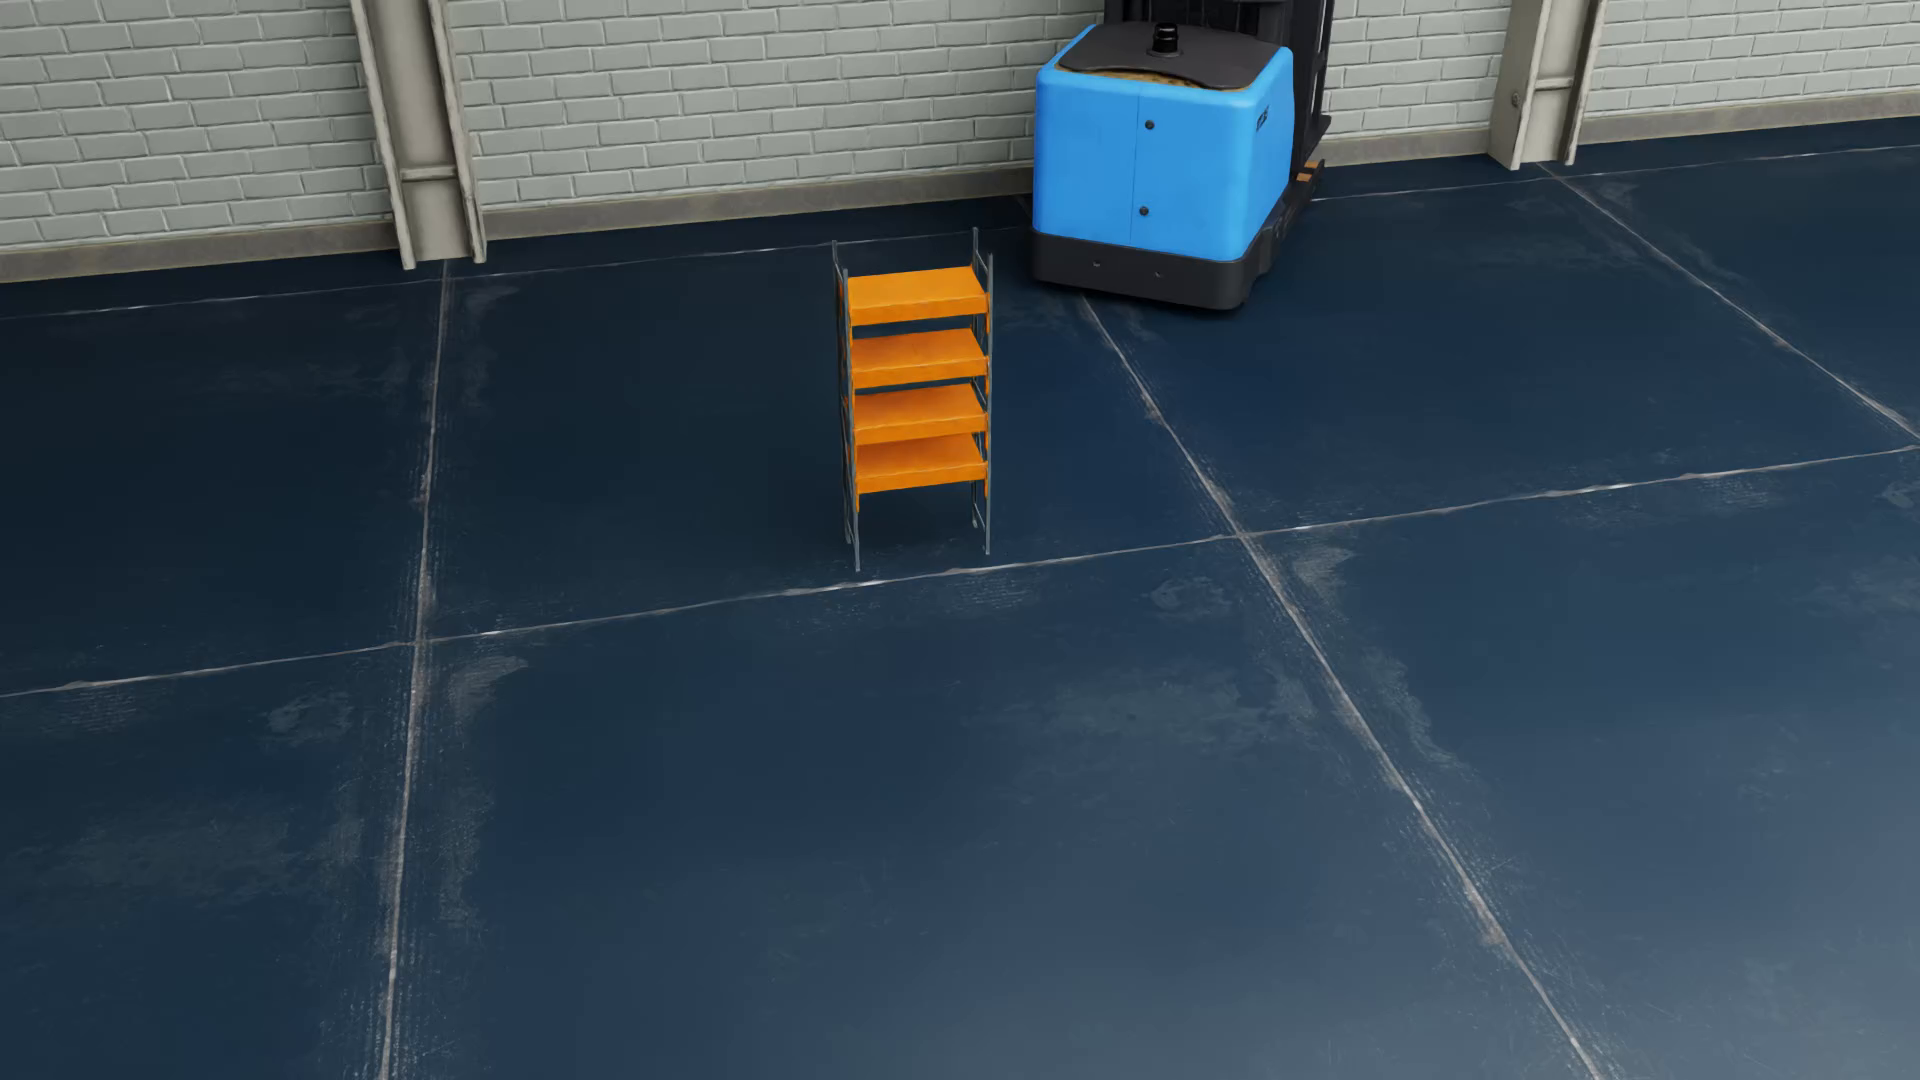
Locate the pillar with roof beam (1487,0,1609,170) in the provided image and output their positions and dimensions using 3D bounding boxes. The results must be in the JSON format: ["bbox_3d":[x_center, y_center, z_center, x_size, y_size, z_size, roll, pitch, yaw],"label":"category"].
[{"bbox_3d":[4.201,-3.583,3.513,0.400,9.000,9.100,-7,35,-11],"label":"pillar with roof beam"}]

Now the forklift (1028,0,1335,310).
[{"bbox_3d":[1.345,-3.096,8.233,1.130,2.935,3.031,13,36,18],"label":"forklift"}]

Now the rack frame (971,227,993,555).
[{"bbox_3d":[0.077,-0.508,5.930,0.015,1.200,0.240,-7,35,-11],"label":"rack frame"}]

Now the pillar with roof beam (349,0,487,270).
[{"bbox_3d":[-1.651,-2.845,2.414,0.400,9.000,9.100,-7,35,-11],"label":"pillar with roof beam"}]

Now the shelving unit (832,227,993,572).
[{"bbox_3d":[-0.161,-0.478,5.885,0.503,1.200,0.258,-7,35,-11],"label":"shelving unit"}]

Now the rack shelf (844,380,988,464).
[{"bbox_3d":[-0.161,-0.422,5.923,0.480,0.148,0.258,-7,35,-11],"label":"rack shelf"}]

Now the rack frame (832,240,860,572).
[{"bbox_3d":[-0.399,-0.448,5.841,0.015,1.200,0.240,-7,35,-11],"label":"rack frame"}]

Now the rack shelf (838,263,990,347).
[{"bbox_3d":[-0.161,-0.804,5.666,0.480,0.148,0.258,-7,35,-11],"label":"rack shelf"}]

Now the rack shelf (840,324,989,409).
[{"bbox_3d":[-0.161,-0.608,5.798,0.480,0.148,0.258,-7,35,-11],"label":"rack shelf"}]

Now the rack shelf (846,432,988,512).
[{"bbox_3d":[-0.161,-0.257,6.033,0.480,0.148,0.258,-7,35,-11],"label":"rack shelf"}]
